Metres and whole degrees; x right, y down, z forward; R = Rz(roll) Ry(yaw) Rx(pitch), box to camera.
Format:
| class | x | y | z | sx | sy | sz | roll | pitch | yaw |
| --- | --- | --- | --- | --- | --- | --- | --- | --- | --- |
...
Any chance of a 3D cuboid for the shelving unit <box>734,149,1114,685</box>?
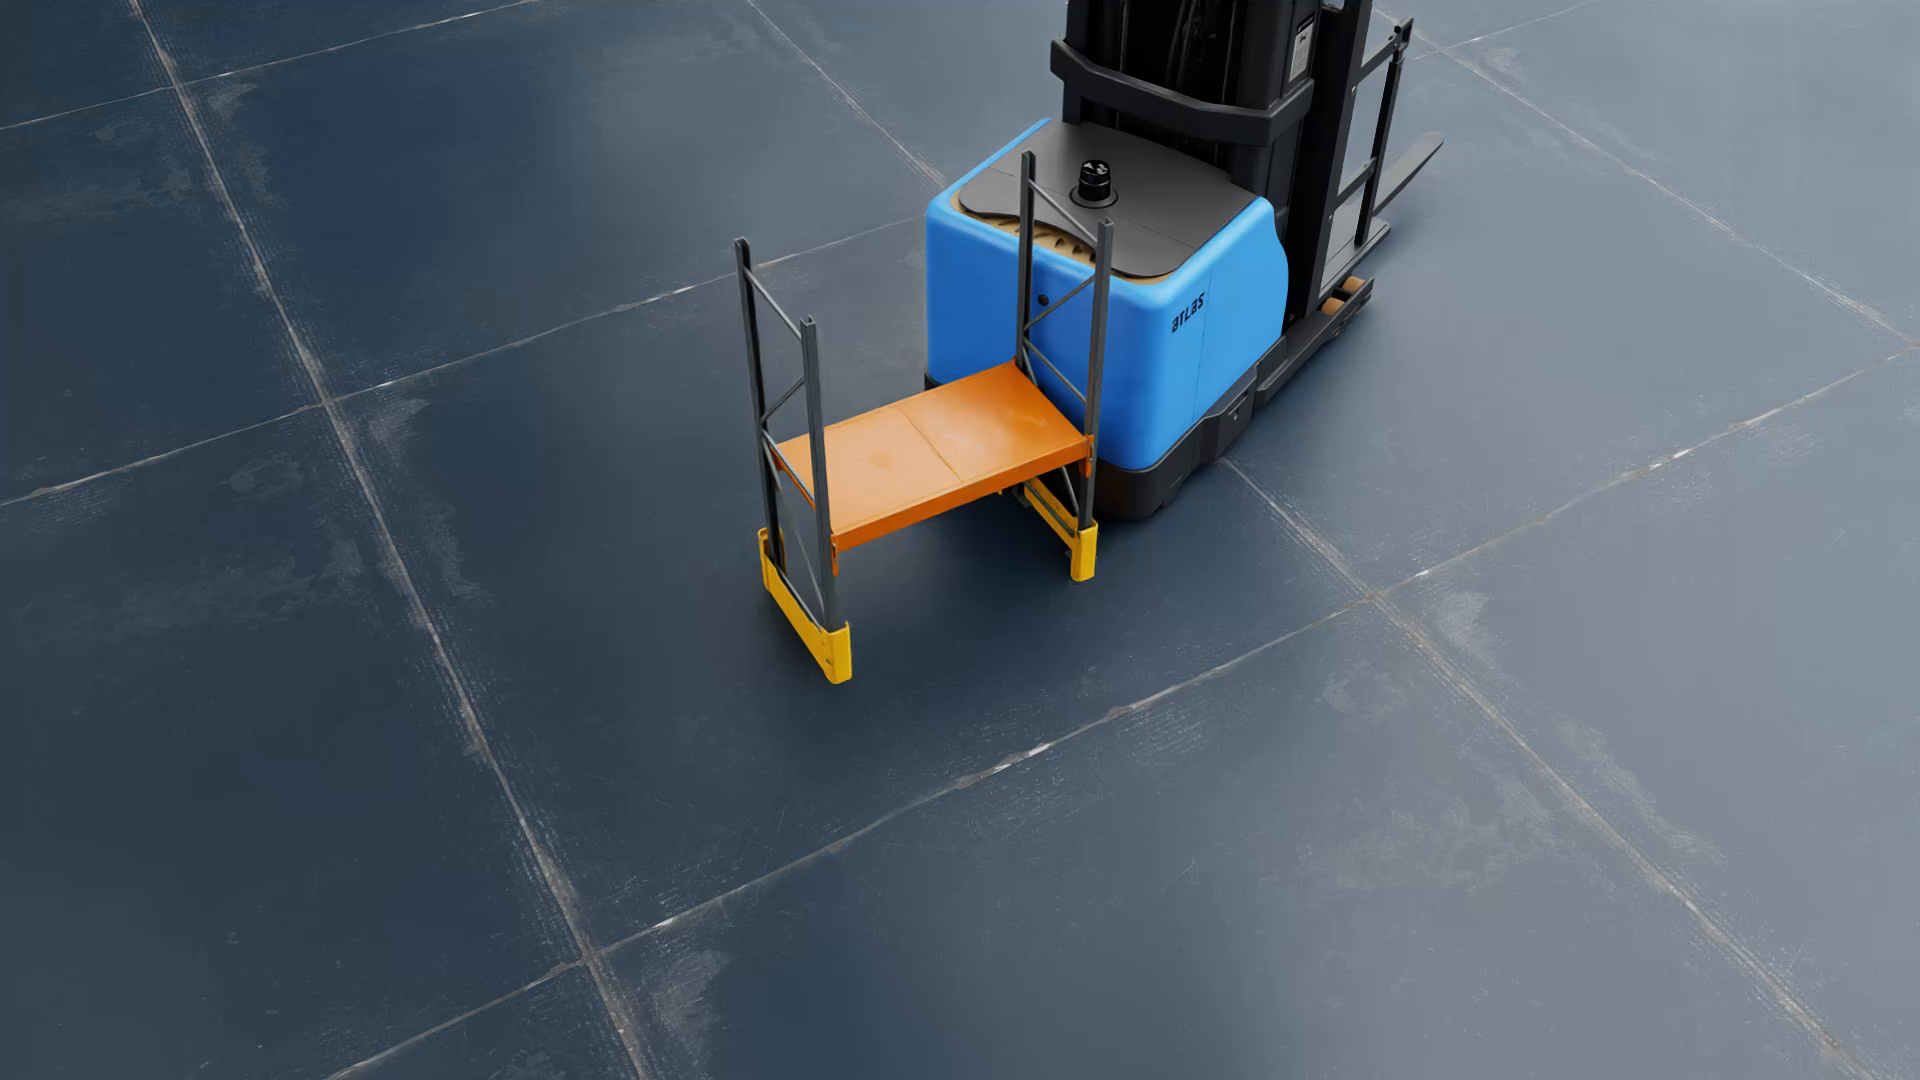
| class | x | y | z | sx | sy | sz | roll | pitch | yaw |
| --- | --- | --- | --- | --- | --- | --- | --- | --- | --- |
| shelving unit | -0.113 | -0.398 | 5.583 | 1.083 | 1.500 | 0.587 | -22 | 48 | -21 |

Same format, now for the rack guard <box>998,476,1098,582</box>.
| class | x | y | z | sx | sy | sz | roll | pitch | yaw |
| --- | --- | --- | --- | --- | --- | --- | --- | --- | --- |
| rack guard | 0.319 | -0.121 | 6.196 | 0.087 | 0.250 | 0.587 | -22 | 48 | -21 |

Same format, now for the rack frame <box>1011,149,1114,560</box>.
| class | x | y | z | sx | sy | sz | roll | pitch | yaw |
| --- | --- | --- | --- | --- | --- | --- | --- | --- | --- |
| rack frame | 0.336 | -0.577 | 5.767 | 0.032 | 1.500 | 0.500 | -22 | 48 | -21 |

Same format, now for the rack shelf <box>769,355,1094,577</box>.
| class | x | y | z | sx | sy | sz | roll | pitch | yaw |
| --- | --- | --- | --- | --- | --- | --- | --- | --- | --- |
| rack shelf | -0.105 | -0.272 | 5.712 | 1.000 | 0.185 | 0.538 | -22 | 48 | -21 |

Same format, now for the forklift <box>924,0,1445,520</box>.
| class | x | y | z | sx | sy | sz | roll | pitch | yaw |
| --- | --- | --- | --- | --- | --- | --- | --- | --- | --- |
| forklift | 1.139 | -2.108 | 6.318 | 1.130 | 2.935 | 3.031 | 27 | 50 | 25 |

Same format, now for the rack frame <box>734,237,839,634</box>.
| class | x | y | z | sx | sy | sz | roll | pitch | yaw |
| --- | --- | --- | --- | --- | --- | --- | --- | --- | --- |
| rack frame | -0.547 | -0.226 | 5.406 | 0.032 | 1.500 | 0.500 | -22 | 48 | -21 |

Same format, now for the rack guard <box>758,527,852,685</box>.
| class | x | y | z | sx | sy | sz | roll | pitch | yaw |
| --- | --- | --- | --- | --- | --- | --- | --- | --- | --- |
| rack guard | -0.546 | 0.222 | 5.842 | 0.087 | 0.250 | 0.587 | -22 | 48 | -21 |
